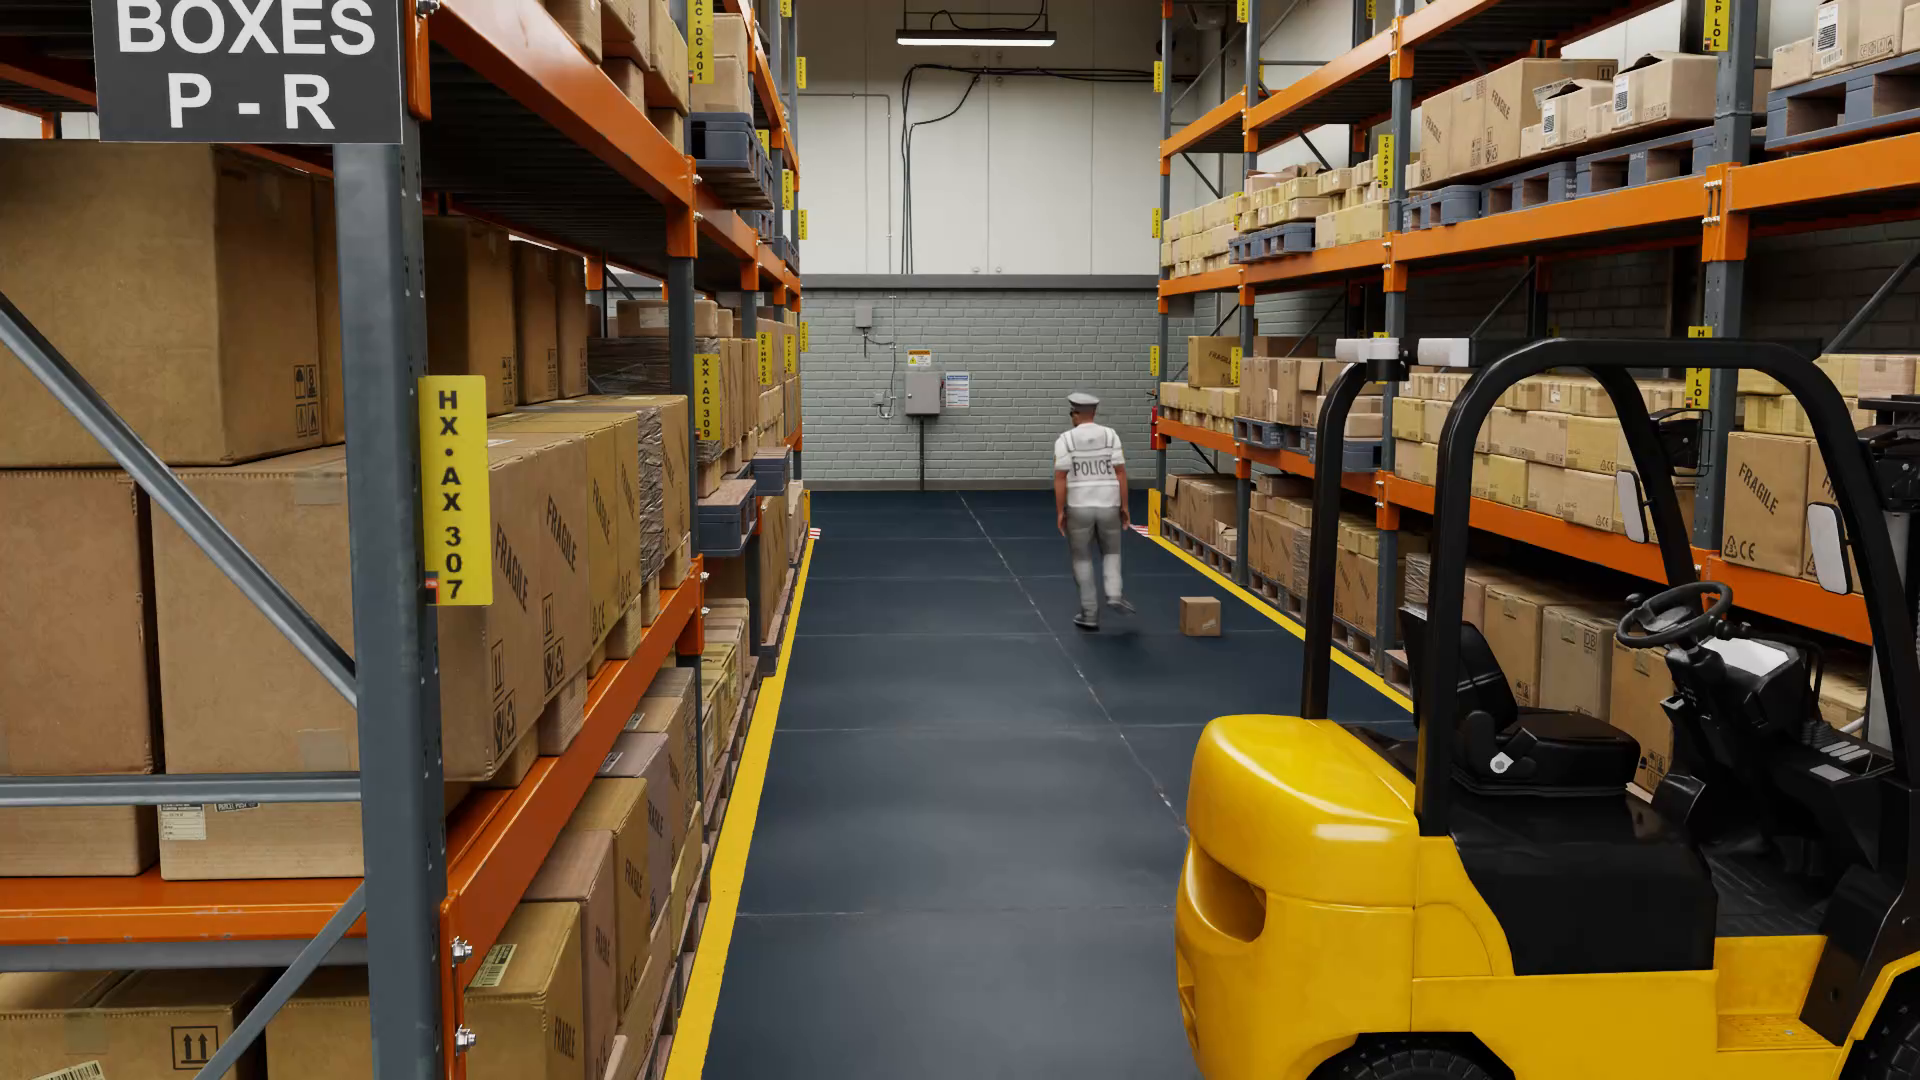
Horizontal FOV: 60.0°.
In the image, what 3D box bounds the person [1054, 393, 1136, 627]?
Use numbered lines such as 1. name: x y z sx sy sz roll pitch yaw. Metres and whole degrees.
1. person: 1.009 -0.220 12.480 0.605 1.753 0.551 -1 7 -9
